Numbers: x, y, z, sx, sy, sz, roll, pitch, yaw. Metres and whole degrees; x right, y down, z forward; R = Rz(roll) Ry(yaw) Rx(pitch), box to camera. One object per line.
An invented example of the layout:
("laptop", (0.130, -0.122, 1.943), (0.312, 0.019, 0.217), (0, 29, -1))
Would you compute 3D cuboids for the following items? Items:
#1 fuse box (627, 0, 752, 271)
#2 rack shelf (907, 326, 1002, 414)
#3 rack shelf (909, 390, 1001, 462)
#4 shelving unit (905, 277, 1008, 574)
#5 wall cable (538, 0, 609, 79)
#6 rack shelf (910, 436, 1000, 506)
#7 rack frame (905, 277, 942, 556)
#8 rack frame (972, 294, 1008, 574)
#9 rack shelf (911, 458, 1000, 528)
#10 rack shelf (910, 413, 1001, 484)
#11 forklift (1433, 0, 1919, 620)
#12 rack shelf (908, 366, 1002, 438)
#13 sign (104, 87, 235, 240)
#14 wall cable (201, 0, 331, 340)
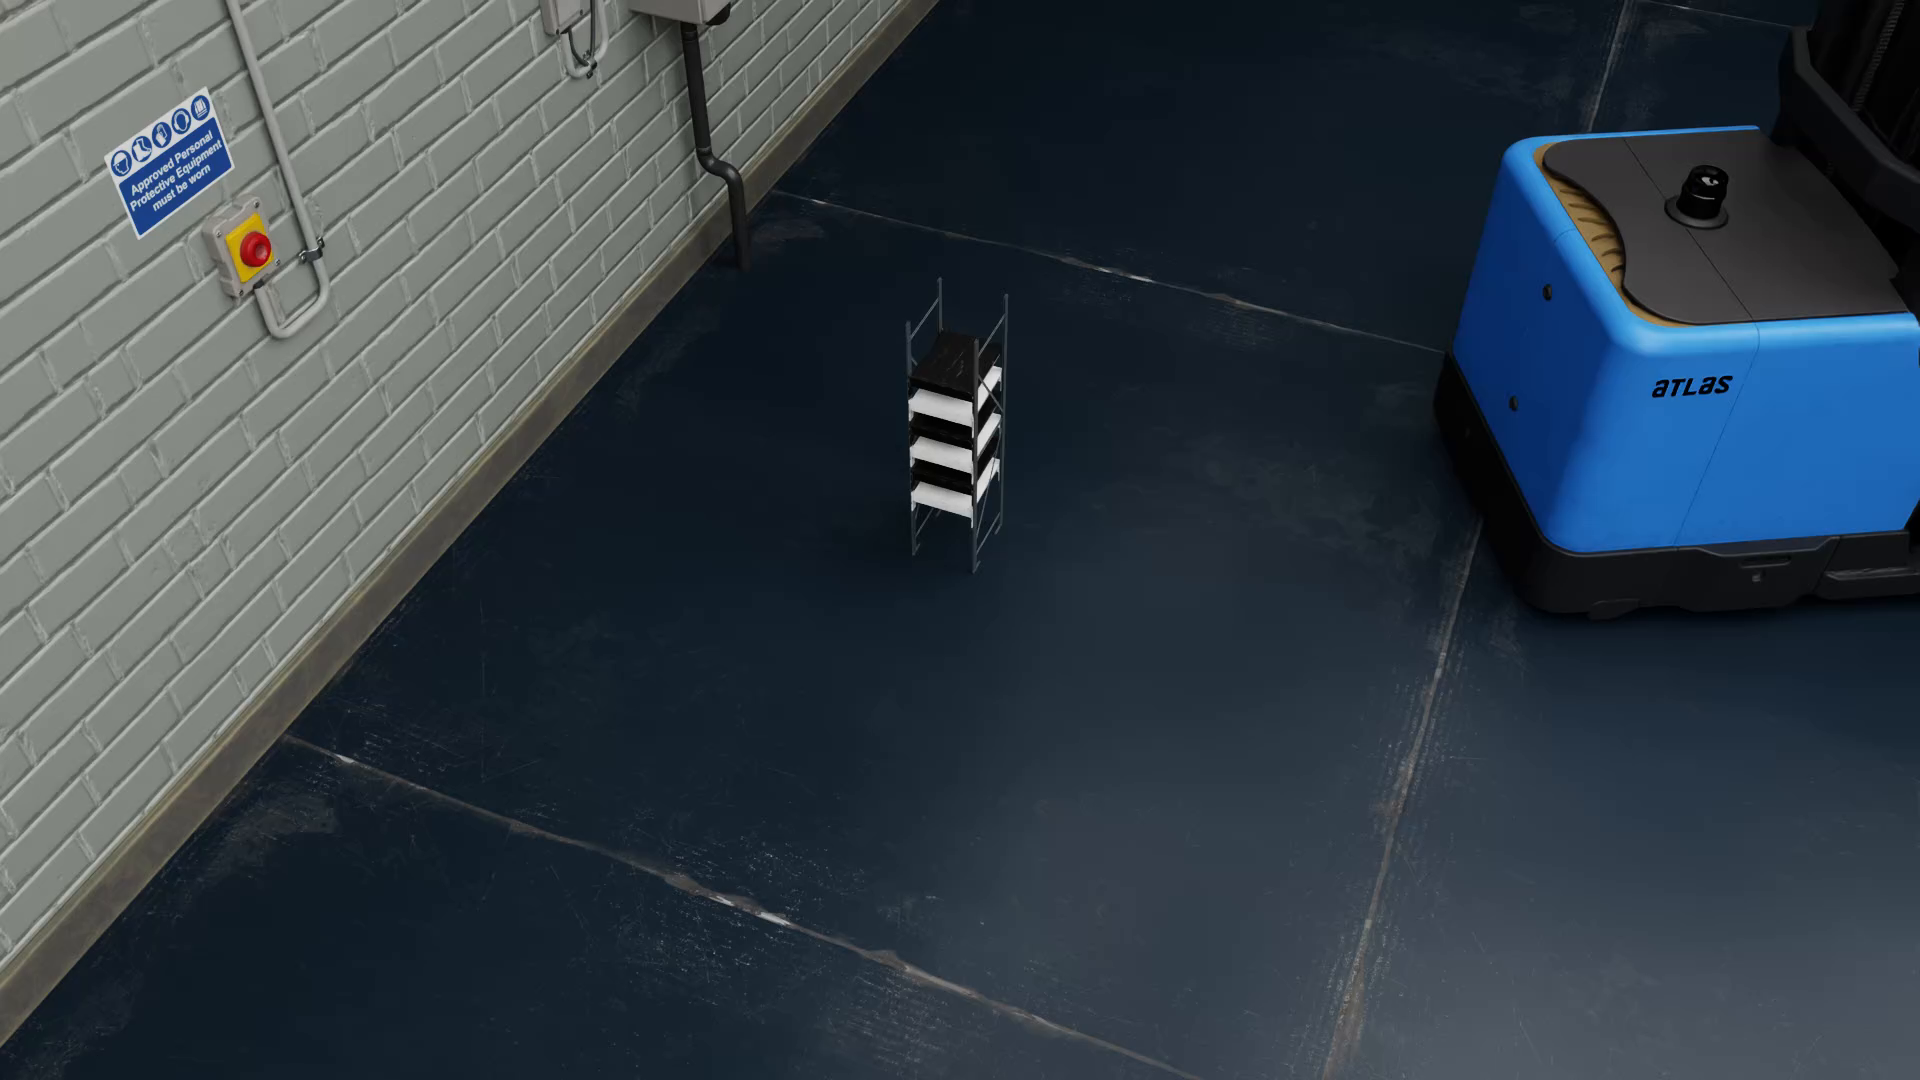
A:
("fuse box", (-0.781, -1.652, 5.697), (0.414, 1.711, 0.539), (16, 47, 16))
("rack shelf", (-0.007, -0.489, 4.768), (0.200, 0.077, 0.258), (16, 47, 16))
("rack shelf", (-0.007, -0.361, 4.895), (0.200, 0.077, 0.258), (16, 47, 16))
("shelving unit", (-0.007, -0.321, 4.935), (0.210, 0.900, 0.258), (16, 47, 16))
("wall cable", (-1.189, -2.068, 4.481), (0.122, 1.984, 0.588), (16, 47, 16))
("rack shelf", (-0.007, -0.234, 5.022), (0.200, 0.077, 0.258), (16, 47, 16))
("rack frame", (-0.101, -0.349, 4.963), (0.006, 0.900, 0.240), (16, 47, 16))
("rack frame", (0.086, -0.294, 4.907), (0.006, 0.900, 0.240), (16, 47, 16))
("rack shelf", (-0.007, -0.170, 5.085), (0.200, 0.077, 0.258), (16, 47, 16))
("rack shelf", (-0.007, -0.298, 4.958), (0.200, 0.077, 0.258), (16, 47, 16))
("forklift", (3.143, -1.238, 4.416), (3.031, 2.935, 1.130), (-4, 45, -4))
("rack shelf", (-0.007, -0.425, 4.831), (0.200, 0.077, 0.258), (16, 47, 16))
("sign", (-1.799, -0.862, 3.798), (0.001, 0.218, 0.327), (16, 47, 16))
("wall cable", (-1.724, -1.152, 3.539), (0.123, 1.953, 0.585), (16, 47, 16))
